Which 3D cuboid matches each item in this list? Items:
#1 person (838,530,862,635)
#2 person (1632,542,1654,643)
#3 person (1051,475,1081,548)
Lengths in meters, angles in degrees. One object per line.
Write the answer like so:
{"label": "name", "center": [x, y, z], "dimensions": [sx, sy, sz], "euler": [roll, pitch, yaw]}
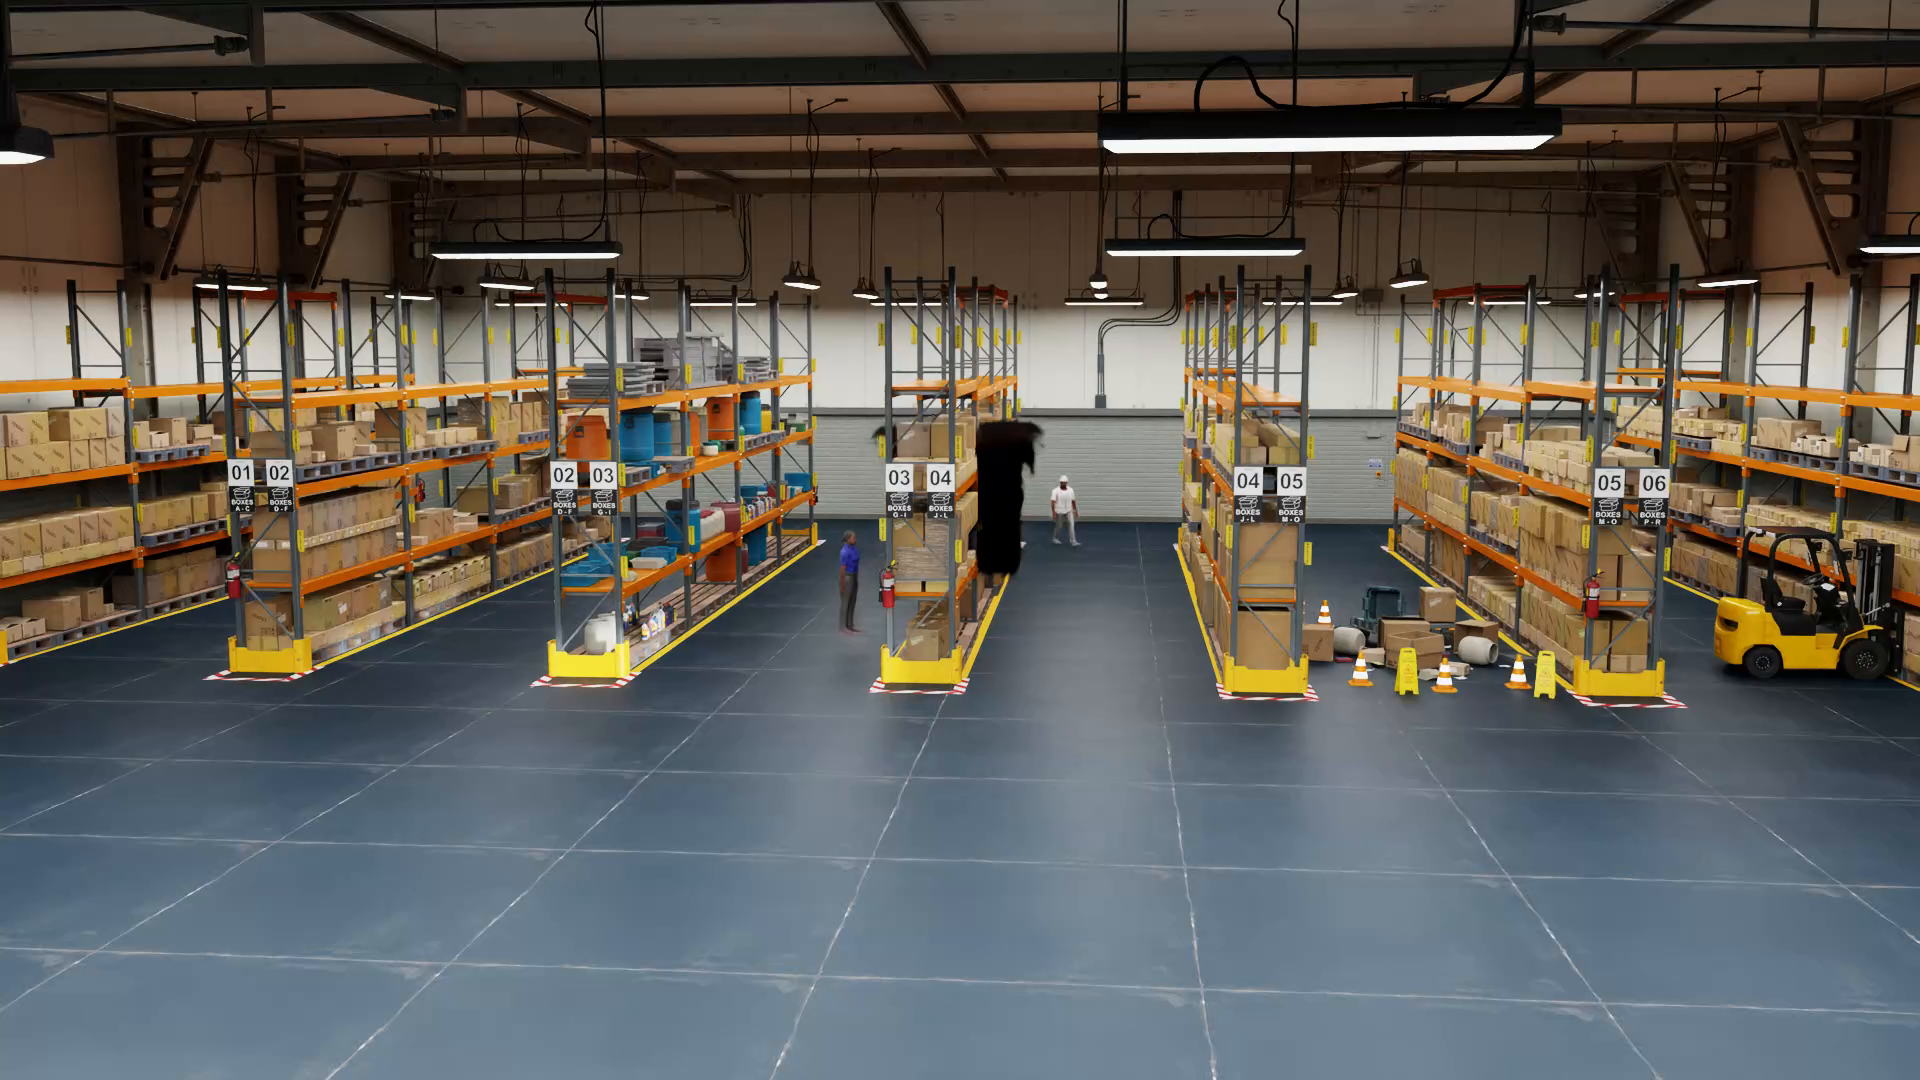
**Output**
{"label": "person", "center": [-1.759, 0.672, 26.460], "dimensions": [0.328, 1.670, 0.549], "euler": [2, 7, 17]}
{"label": "person", "center": [11.217, 0.867, 27.309], "dimensions": [0.465, 1.672, 0.451], "euler": [-6, 9, -39]}
{"label": "person", "center": [2.547, -0.691, 39.840], "dimensions": [0.715, 1.708, 1.057], "euler": [-3, 7, -20]}
